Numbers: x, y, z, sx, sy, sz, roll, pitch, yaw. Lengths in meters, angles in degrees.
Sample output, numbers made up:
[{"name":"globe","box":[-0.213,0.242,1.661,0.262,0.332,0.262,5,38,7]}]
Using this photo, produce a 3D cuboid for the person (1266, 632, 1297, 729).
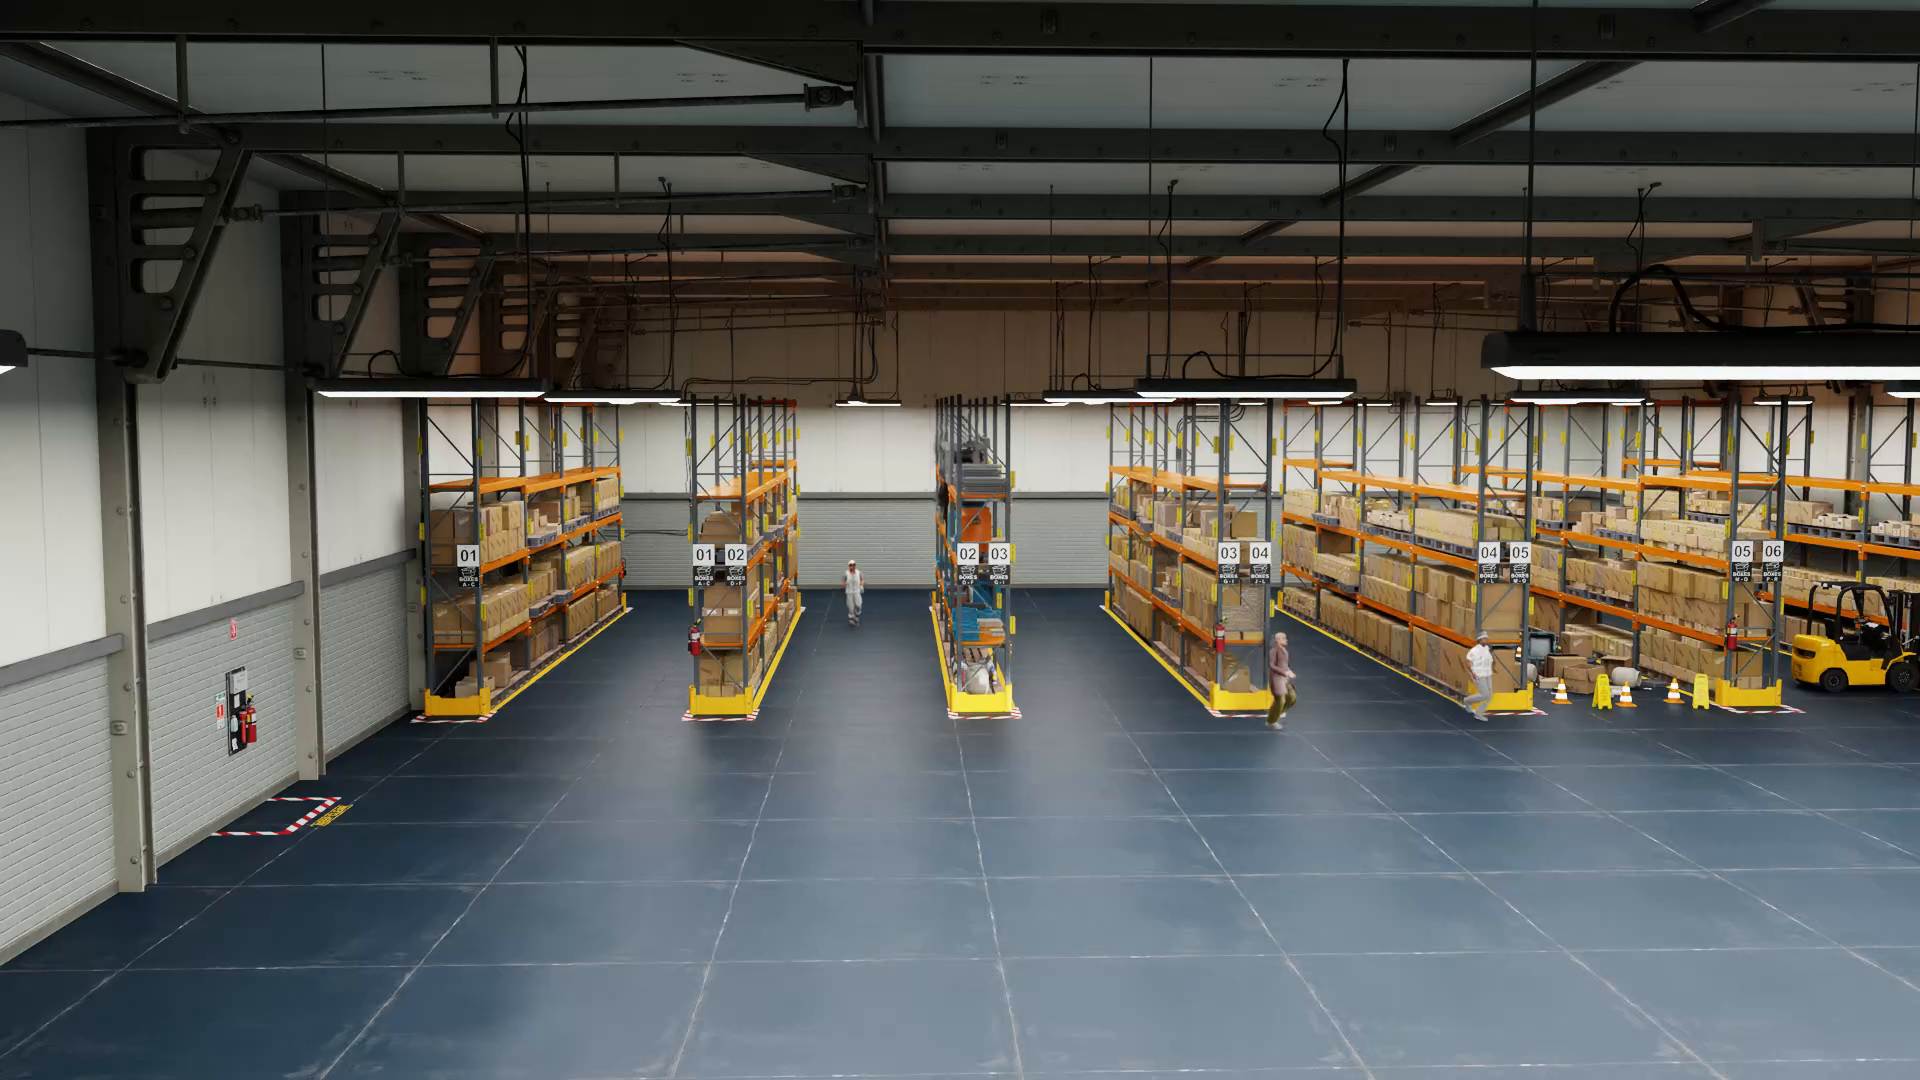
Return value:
[{"name":"person","box":[5.769,2.556,29.715,0.640,1.652,0.739,4,6,40]}]

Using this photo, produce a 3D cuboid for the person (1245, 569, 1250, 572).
[{"name":"person","box":[7.969,1.198,47.049,0.611,1.606,0.613,0,4,1]}]

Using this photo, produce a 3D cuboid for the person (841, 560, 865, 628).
[{"name":"person","box":[-2.784,1.417,43.475,0.628,1.784,0.692,-1,5,-9]}]

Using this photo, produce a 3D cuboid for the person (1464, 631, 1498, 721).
[{"name":"person","box":[9.616,2.497,30.641,0.587,1.658,0.563,-3,5,-33]}]
